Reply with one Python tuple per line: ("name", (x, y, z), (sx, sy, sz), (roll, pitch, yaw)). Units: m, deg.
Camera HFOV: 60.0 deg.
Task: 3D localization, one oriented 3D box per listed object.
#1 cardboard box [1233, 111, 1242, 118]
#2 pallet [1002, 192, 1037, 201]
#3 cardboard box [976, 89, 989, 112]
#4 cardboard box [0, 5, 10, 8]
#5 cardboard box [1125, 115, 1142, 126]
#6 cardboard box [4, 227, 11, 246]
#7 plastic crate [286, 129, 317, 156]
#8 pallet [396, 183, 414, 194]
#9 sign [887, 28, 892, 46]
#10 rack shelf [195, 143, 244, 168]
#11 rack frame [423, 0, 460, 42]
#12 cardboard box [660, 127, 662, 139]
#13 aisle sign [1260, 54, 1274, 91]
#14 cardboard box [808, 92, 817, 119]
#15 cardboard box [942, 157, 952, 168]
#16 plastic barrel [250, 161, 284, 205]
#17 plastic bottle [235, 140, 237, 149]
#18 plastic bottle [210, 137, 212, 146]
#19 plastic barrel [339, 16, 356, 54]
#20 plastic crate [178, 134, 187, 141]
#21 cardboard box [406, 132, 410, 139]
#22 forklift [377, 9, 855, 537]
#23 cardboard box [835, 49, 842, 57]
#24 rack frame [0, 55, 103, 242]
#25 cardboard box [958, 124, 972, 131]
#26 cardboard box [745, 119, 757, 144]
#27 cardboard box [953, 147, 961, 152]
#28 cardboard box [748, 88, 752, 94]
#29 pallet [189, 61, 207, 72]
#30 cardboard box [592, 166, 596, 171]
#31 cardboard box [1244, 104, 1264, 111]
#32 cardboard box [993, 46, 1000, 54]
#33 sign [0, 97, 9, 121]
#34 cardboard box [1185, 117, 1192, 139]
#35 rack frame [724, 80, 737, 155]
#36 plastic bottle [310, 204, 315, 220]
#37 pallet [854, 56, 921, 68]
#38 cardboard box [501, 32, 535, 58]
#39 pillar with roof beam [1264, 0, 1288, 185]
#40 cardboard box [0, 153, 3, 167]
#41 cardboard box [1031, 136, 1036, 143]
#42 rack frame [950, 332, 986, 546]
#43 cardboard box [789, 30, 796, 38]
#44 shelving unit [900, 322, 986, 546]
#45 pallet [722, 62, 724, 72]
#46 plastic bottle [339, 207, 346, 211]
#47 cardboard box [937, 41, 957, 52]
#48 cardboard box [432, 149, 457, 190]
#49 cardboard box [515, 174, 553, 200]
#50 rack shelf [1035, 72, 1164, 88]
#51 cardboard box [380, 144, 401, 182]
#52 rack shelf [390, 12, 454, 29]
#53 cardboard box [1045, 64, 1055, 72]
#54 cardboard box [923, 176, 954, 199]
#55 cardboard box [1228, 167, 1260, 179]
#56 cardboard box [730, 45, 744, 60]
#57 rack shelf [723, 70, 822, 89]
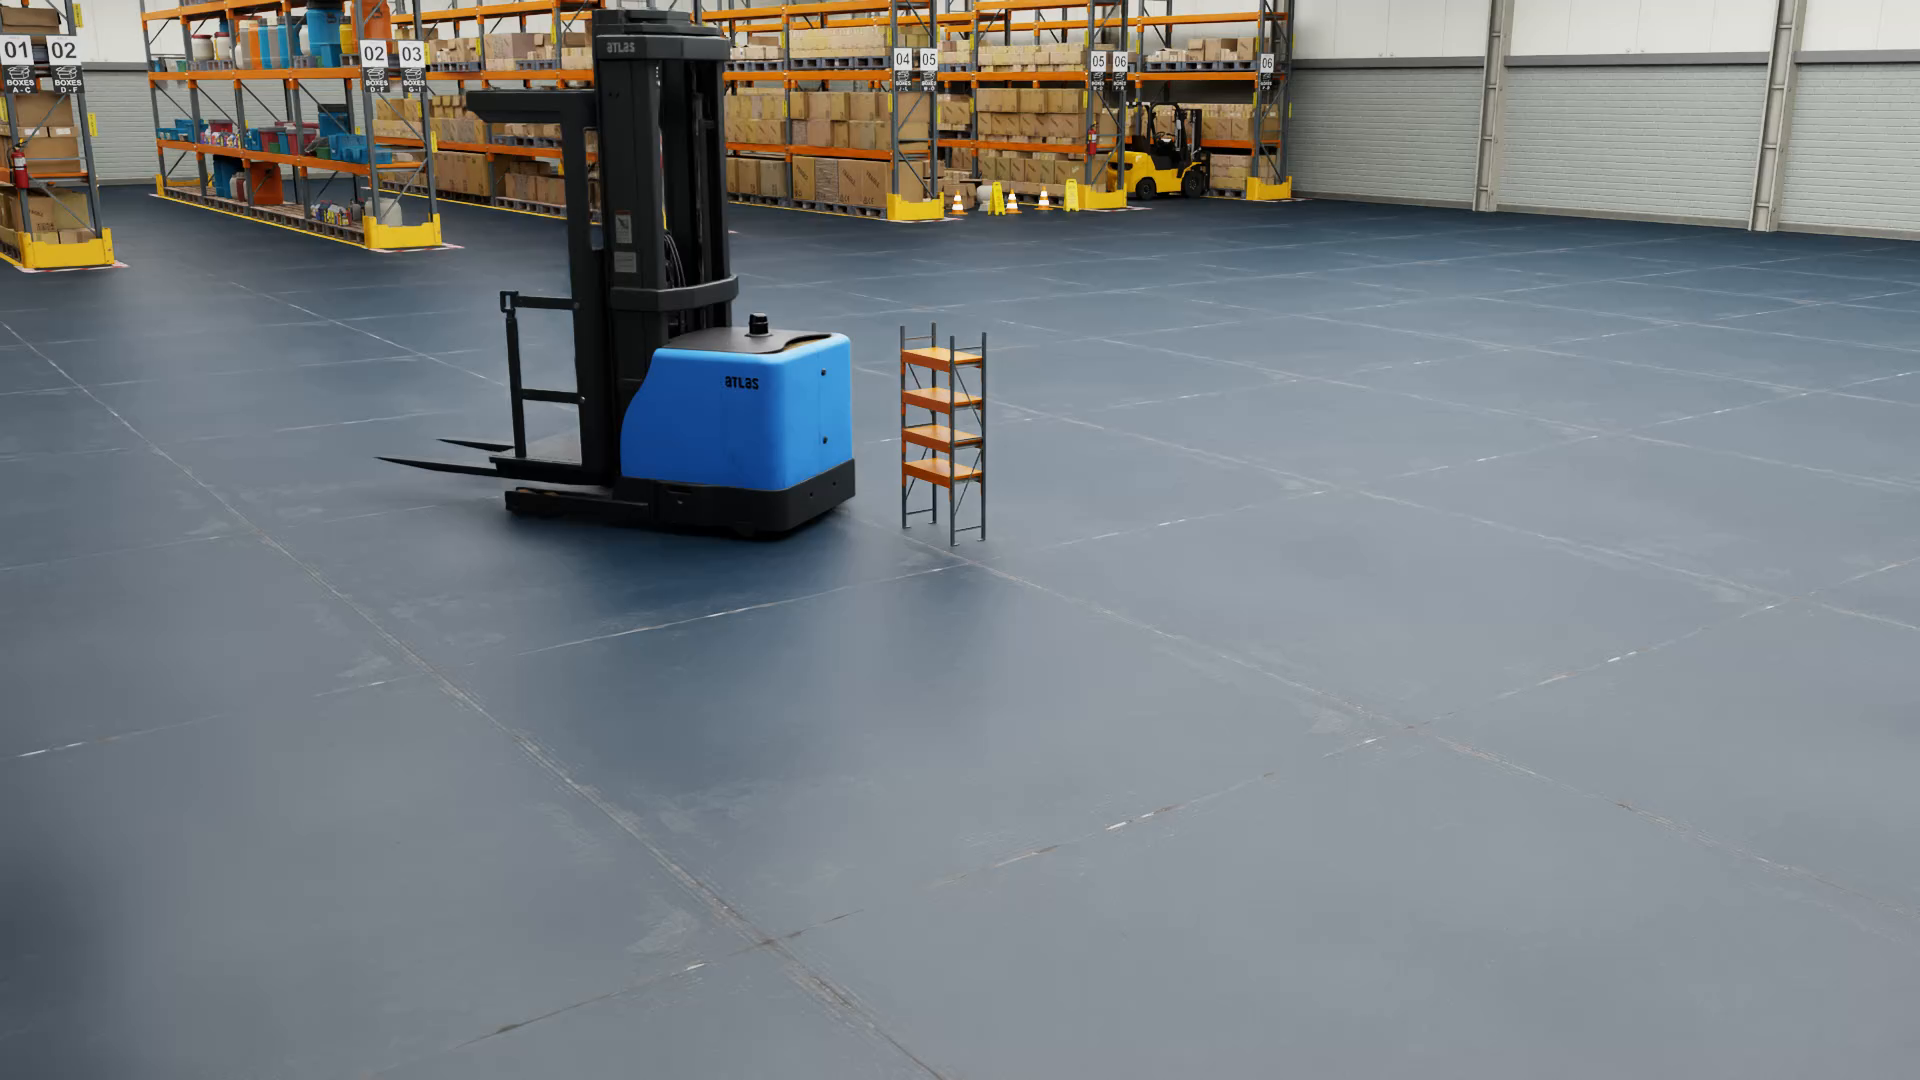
("cardboard box", (6.474, -9.735, 38.046), (0.380, 0.149, 0.250), (-11, 18, -34))
("pallet", (1.137, -7.894, 38.018), (1.003, 0.211, 1.213), (-11, 19, -35))
("cardboard box", (0.797, -9.923, 37.503), (0.700, 0.500, 0.500), (-11, 19, -35))
("cardboard box", (-15.648, -8.378, 26.891), (0.500, 0.500, 0.500), (-11, 19, -34))
("cardboard box", (4.231, -10.382, 41.163), (0.500, 0.250, 0.500), (-11, 19, -36))
("cardboard box", (-14.119, -4.604, 25.128), (0.500, 0.250, 0.500), (-11, 19, -35))
("plastic crate", (-11.841, -7.156, 29.920), (0.402, 0.464, 0.583), (-11, 19, -35))
("pallet", (-13.111, -8.637, 40.733), (1.003, 0.211, 1.213), (-11, 19, -35))
("sign", (-1.326, -9.487, 31.347), (0.100, 0.325, 0.005), (-11, 19, -35))
("rack shelf", (-14.836, -8.004, 34.500), (1.077, 0.370, 4.000), (-11, 19, -35))
("rack frame", (-12.006, -12.440, 37.983), (1.000, 3.000, 0.127), (-11, 19, -35))
("cardboard box", (-5.252, -7.298, 29.805), (0.875, 0.500, 0.500), (-11, 19, -35))
("aisle sign", (6.880, -10.488, 37.289), (0.394, 0.787, 0.004), (-11, 19, -35))
("cardboard box", (-2.624, -8.996, 34.434), (0.875, 0.550, 0.550), (-11, 19, -35))
("cardboard box", (-0.174, -10.940, 48.162), (0.500, 0.311, 0.500), (-10, 18, -33))
("plastic barrel", (-13.962, -7.181, 33.448), (0.600, 0.830, 0.708), (-11, 19, -35))
("plastic bottle", (-14.432, -7.925, 33.225), (0.097, 0.201, 0.097), (0, 15, 0))
("plastic bottle", (-15.673, -8.375, 34.872), (0.097, 0.201, 0.097), (0, 15, 0))
("plastic barrel", (-9.730, -8.179, 26.945), (0.600, 0.588, 0.600), (0, 15, 0))
("plastic crate", (-17.279, -9.005, 37.181), (0.293, 0.136, 0.466), (-11, 19, -35))
("cardboard box", (-12.904, -9.605, 39.462), (0.380, 0.149, 0.250), (-10, 18, -34))
("forklift", (-2.217, -1.660, 10.089), (3.031, 2.935, 1.130), (6, 16, 21))
("cardboard box", (-2.245, -9.653, 32.972), (0.380, 0.149, 0.250), (-11, 19, -34))
("rack frame", (-12.966, -5.448, 23.797), (1.000, 3.000, 0.127), (-11, 19, -35))
("cardboard box", (0.188, -9.525, 38.376), (0.380, 0.149, 0.250), (-11, 19, -34))
("cardboard box", (-4.348, -8.921, 36.298), (0.500, 0.500, 0.500), (-11, 19, -34))
("cardboard box", (0.019, -11.048, 46.971), (0.380, 0.149, 0.250), (-10, 18, -32))
("cardboard box", (-5.606, -12.384, 45.830), (0.380, 0.149, 0.250), (-11, 19, -34))
("pallet", (-15.472, -9.981, 35.039), (1.213, 0.211, 1.003), (-11, 19, -35))
("cardboard box", (-9.366, -9.698, 43.367), (0.380, 0.149, 0.250), (-10, 18, -32))
("cardboard box", (6.697, -9.842, 37.872), (0.380, 0.149, 0.250), (-11, 19, -34))
("cardboard box", (0.959, -10.860, 36.857), (0.380, 0.149, 0.250), (-12, 19, -36))
("sign", (-13.413, -6.039, 23.316), (0.100, 0.325, 0.005), (-11, 19, -35))
("cardboard box", (5.673, -9.734, 39.268), (0.500, 0.500, 0.500), (-11, 19, -34))
("rack frame", (-5.583, -9.441, 38.388), (1.000, 3.000, 0.127), (-11, 19, -35))
("plastic bottle", (-11.476, -5.830, 29.529), (0.097, 0.271, 0.097), (0, 15, 0))
("pallet", (-1.324, -9.293, 32.335), (1.003, 0.211, 1.213), (-11, 19, -35))
("cardboard box", (-8.989, -10.073, 33.880), (0.500, 0.500, 0.500), (-12, 19, -36))
("pillar with roof beam", (3.916, -11.808, 35.671), (9.100, 9.000, 0.400), (-11, 19, -35))
("cardboard box", (-14.736, -6.144, 26.155), (0.700, 0.500, 0.500), (-11, 19, -35))
("cardboard box", (1.790, -8.777, 36.440), (0.380, 0.149, 0.250), (-11, 19, -35))
("rack frame", (0.046, -0.562, 9.356), (0.240, 1.200, 0.015), (-11, 19, -35))
("cardboard box", (-3.292, -10.417, 34.254), (0.380, 0.149, 0.250), (-11, 19, -34))
("shelving unit", (-0.097, -0.614, 9.547), (0.258, 1.200, 0.503), (-11, 19, -35))
("pallet", (-5.161, -10.667, 37.545), (1.213, 0.211, 1.003), (-10, 18, -32))
("plastic bottle", (-10.704, -5.629, 28.785), (0.152, 0.276, 0.135), (-11, 19, -35))
("cardboard box", (-0.348, -11.513, 38.819), (0.500, 0.250, 0.500), (-10, 18, -34))
("cardboard box", (-11.614, -8.591, 38.512), (1.225, 0.875, 0.875), (-11, 19, -34))
("cardboard box", (-8.908, -7.443, 34.989), (0.700, 0.500, 0.500), (-13, 20, -39))
("rack shelf", (3.551, -11.675, 42.231), (1.077, 0.370, 4.000), (-11, 19, -35))
("cardboard box", (-13.917, -9.454, 41.667), (0.875, 0.875, 0.875), (-11, 19, -35))
("rack shelf", (-13.182, -12.328, 39.691), (1.077, 0.370, 4.000), (-11, 19, -35))
("cardboard box", (2.048, -10.101, 35.595), (0.380, 0.149, 0.250), (-11, 19, -35))
("cardboard box", (-0.571, -7.564, 36.004), (0.797, 0.637, 0.503), (-11, 19, -35))
("cardboard box", (6.539, -8.467, 38.294), (0.500, 0.250, 0.500), (-11, 19, -35))
("cardboard box", (-4.739, -10.690, 36.454), (0.500, 0.311, 0.500), (-11, 19, -36))
("rack shelf", (-4.407, -10.114, 36.527), (1.077, 0.370, 4.000), (-11, 19, -35))
